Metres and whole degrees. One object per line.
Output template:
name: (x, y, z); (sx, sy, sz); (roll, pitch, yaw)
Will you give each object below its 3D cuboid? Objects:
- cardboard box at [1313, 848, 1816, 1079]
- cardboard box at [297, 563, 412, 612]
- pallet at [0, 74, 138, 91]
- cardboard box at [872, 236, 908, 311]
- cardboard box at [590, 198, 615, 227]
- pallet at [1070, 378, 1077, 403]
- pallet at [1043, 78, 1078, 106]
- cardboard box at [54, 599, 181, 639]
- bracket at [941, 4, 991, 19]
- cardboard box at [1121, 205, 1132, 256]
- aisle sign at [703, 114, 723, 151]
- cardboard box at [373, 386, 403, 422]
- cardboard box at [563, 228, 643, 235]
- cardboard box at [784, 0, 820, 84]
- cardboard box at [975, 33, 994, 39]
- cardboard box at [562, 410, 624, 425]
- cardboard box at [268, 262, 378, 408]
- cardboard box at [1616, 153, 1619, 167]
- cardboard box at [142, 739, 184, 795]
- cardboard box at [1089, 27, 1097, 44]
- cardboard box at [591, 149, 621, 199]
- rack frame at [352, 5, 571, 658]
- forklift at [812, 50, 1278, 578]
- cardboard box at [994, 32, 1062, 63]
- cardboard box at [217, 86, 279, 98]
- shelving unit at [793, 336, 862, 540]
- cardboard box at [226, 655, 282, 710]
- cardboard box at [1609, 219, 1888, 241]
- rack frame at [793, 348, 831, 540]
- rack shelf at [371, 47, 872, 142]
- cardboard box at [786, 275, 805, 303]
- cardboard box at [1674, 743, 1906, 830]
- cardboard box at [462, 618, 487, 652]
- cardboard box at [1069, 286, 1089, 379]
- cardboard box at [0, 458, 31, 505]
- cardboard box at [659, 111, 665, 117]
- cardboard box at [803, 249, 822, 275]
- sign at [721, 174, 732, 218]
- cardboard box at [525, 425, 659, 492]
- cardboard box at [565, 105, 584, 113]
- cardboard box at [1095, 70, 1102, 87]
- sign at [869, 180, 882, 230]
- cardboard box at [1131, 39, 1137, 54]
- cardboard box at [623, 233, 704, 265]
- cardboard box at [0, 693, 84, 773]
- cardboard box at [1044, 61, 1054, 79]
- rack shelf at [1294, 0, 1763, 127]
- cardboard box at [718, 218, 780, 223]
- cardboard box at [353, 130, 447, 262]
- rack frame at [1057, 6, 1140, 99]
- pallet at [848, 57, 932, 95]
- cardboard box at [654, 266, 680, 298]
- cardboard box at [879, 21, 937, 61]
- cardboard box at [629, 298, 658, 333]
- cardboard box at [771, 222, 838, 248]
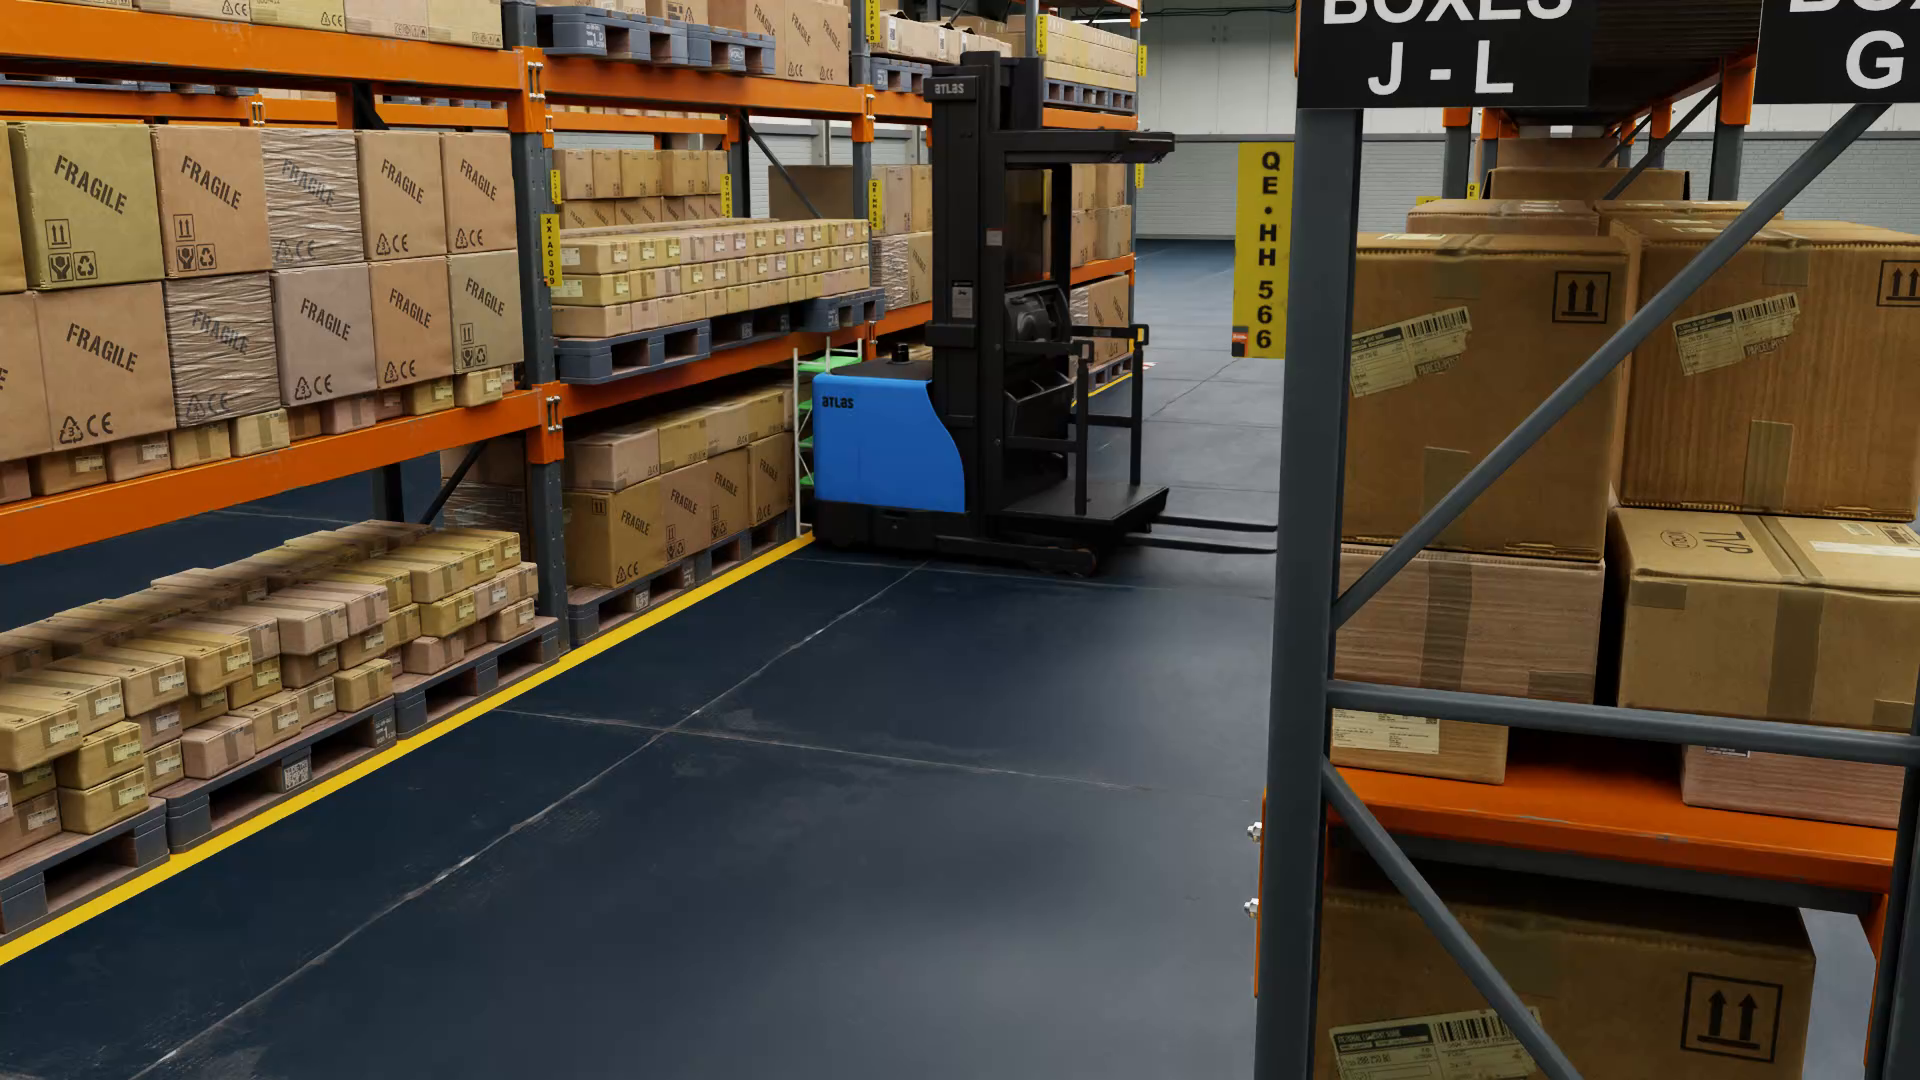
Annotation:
cardboard box: (1.111, 0.972, 3.318); (0.875, 0.875, 0.875); (4, 14, 18)
cardboard box: (-2.532, 0.208, 6.960); (0.380, 0.149, 0.250); (5, 14, 20)
pallet: (-6.326, -3.112, 11.063); (1.003, 0.211, 1.213); (5, 14, 21)
cardboard box: (-0.692, -1.905, 11.869); (0.500, 0.500, 0.500); (5, 14, 19)
cardboard box: (-3.968, -3.332, 17.453); (0.500, 0.500, 0.500); (4, 14, 18)
pallet: (0.522, -1.418, 16.228); (1.003, 0.211, 1.213); (4, 14, 18)
pallet: (0.477, -4.214, 15.668); (1.003, 0.211, 1.213); (4, 14, 18)
cardboard box: (-3.224, 0.341, 6.379); (0.380, 0.149, 0.250); (4, 14, 19)
bracket: (0.078, -14.416, 45.338); (0.076, 0.066, 4.783); (4, 14, 18)
cardboard box: (1.419, -3.457, 18.557); (0.875, 0.550, 0.550); (4, 14, 18)
aisle sign: (-2.926, -5.060, 20.075); (0.394, 0.787, 0.004); (4, 14, 18)
cardboard box: (-2.529, -0.576, 6.836); (0.380, 0.149, 0.250); (4, 13, 17)
cardboard box: (-2.019, -1.684, 9.410); (0.380, 0.149, 0.250); (4, 13, 16)
cardboard box: (-1.186, -3.048, 10.134); (0.500, 0.500, 0.500); (4, 14, 18)
cardboard box: (0.118, -4.533, 15.368); (0.500, 0.250, 0.500); (4, 14, 18)
cardboard box: (-2.206, -0.573, 9.246); (0.500, 0.250, 0.500); (5, 14, 21)
cardboard box: (-2.607, -0.797, 6.344); (0.500, 0.500, 0.500); (4, 14, 18)
cardboard box: (5.249, -3.003, 13.762); (0.500, 0.500, 0.500); (4, 14, 18)
cardboard box: (-2.949, 0.781, 5.789); (0.380, 0.149, 0.250); (4, 14, 19)
cardboard box: (1.133, -4.978, 16.420); (0.380, 0.149, 0.250); (4, 14, 18)
cardboard box: (-3.981, -3.823, 17.355); (0.700, 0.500, 0.500); (4, 14, 19)
rack frame: (-2.387, -0.939, 7.861); (1.000, 3.000, 0.127); (4, 14, 18)
forklift: (0.649, -1.345, 9.796); (3.031, 2.935, 1.130); (6, 14, 24)
cardboard box: (0.625, -4.494, 15.195); (0.500, 0.250, 0.500); (4, 14, 19)
cardboard box: (-5.546, -3.510, 12.950); (0.380, 0.149, 0.250); (4, 14, 18)
shelving unit: (-0.829, -0.651, 10.539); (0.258, 1.200, 0.503); (6, 17, 19)
cardboard box: (-2.804, 0.515, 6.286); (0.380, 0.149, 0.250); (5, 14, 21)
cardboard box: (1.714, -0.452, 3.712); (0.500, 0.500, 0.500); (4, 13, 17)
rack frame: (-0.912, -0.588, 10.319); (0.240, 1.200, 0.015); (6, 17, 19)
rack shelf: (-1.739, -2.472, 9.452); (1.077, 0.370, 4.000); (4, 14, 18)
cardboard box: (-1.152, -1.511, 9.989); (0.380, 0.149, 0.250); (4, 13, 16)
cardboard box: (1.407, 0.353, 2.765); (0.380, 0.149, 0.250); (5, 14, 19)
cardboard box: (-2.354, 0.402, 7.449); (0.380, 0.149, 0.250); (5, 14, 20)
cardboard box: (0.760, -2.110, 16.821); (0.875, 0.875, 0.875); (4, 14, 19)
cardboard box: (-3.131, -0.193, 5.156); (0.380, 0.149, 0.250); (5, 14, 21)
cardboard box: (-3.512, -4.778, 18.503); (0.380, 0.149, 0.250); (4, 13, 17)
cardboard box: (-1.070, -1.707, 10.179); (0.380, 0.149, 0.250); (4, 14, 19)
sign: (-1.619, -2.385, 11.594); (0.100, 0.325, 0.005); (4, 14, 18)
cardboard box: (-1.897, -0.427, 8.607); (0.500, 0.250, 0.500); (4, 13, 16)
cardboard box: (-4.042, -4.397, 16.837); (0.380, 0.149, 0.250); (4, 14, 18)
cardboard box: (1.215, -4.644, 16.747); (0.380, 0.149, 0.250); (5, 14, 19)
sign: (-0.576, -2.270, 11.268); (0.100, 0.325, 0.005); (4, 14, 18)
cardboard box: (1.708, -5.352, 18.061); (0.380, 0.149, 0.250); (4, 14, 19)
cardboard box: (-1.571, -1.526, 8.719); (0.380, 0.149, 0.250); (4, 14, 18)
cardboard box: (-3.012, 0.602, 5.236); (0.380, 0.149, 0.250); (4, 14, 18)
cardboard box: (0.641, -4.269, 15.106); (0.380, 0.149, 0.250); (4, 13, 17)
rack shelf: (1.627, -1.251, 4.104); (1.077, 0.370, 4.000); (4, 14, 18)
cardboard box: (-1.427, -2.069, 11.097); (0.380, 0.149, 0.250); (4, 14, 18)
cardboard box: (-2.445, -1.393, 6.708); (0.500, 0.500, 0.500); (4, 13, 17)
rack frame: (1.496, -6.390, 18.263); (1.000, 3.000, 0.127); (4, 14, 18)
pallet: (-0.934, -3.291, 11.849); (1.213, 0.211, 1.003); (5, 14, 21)
cardboard box: (-1.659, -1.325, 8.505); (0.380, 0.149, 0.250); (5, 14, 20)
cardboard box: (-0.488, -3.666, 12.236); (0.500, 0.250, 0.500); (5, 14, 20)
cardboard box: (-1.740, -1.130, 8.318); (0.380, 0.149, 0.250); (5, 14, 19)
cardboard box: (-0.985, -1.909, 10.397); (0.380, 0.149, 0.250); (5, 14, 20)
